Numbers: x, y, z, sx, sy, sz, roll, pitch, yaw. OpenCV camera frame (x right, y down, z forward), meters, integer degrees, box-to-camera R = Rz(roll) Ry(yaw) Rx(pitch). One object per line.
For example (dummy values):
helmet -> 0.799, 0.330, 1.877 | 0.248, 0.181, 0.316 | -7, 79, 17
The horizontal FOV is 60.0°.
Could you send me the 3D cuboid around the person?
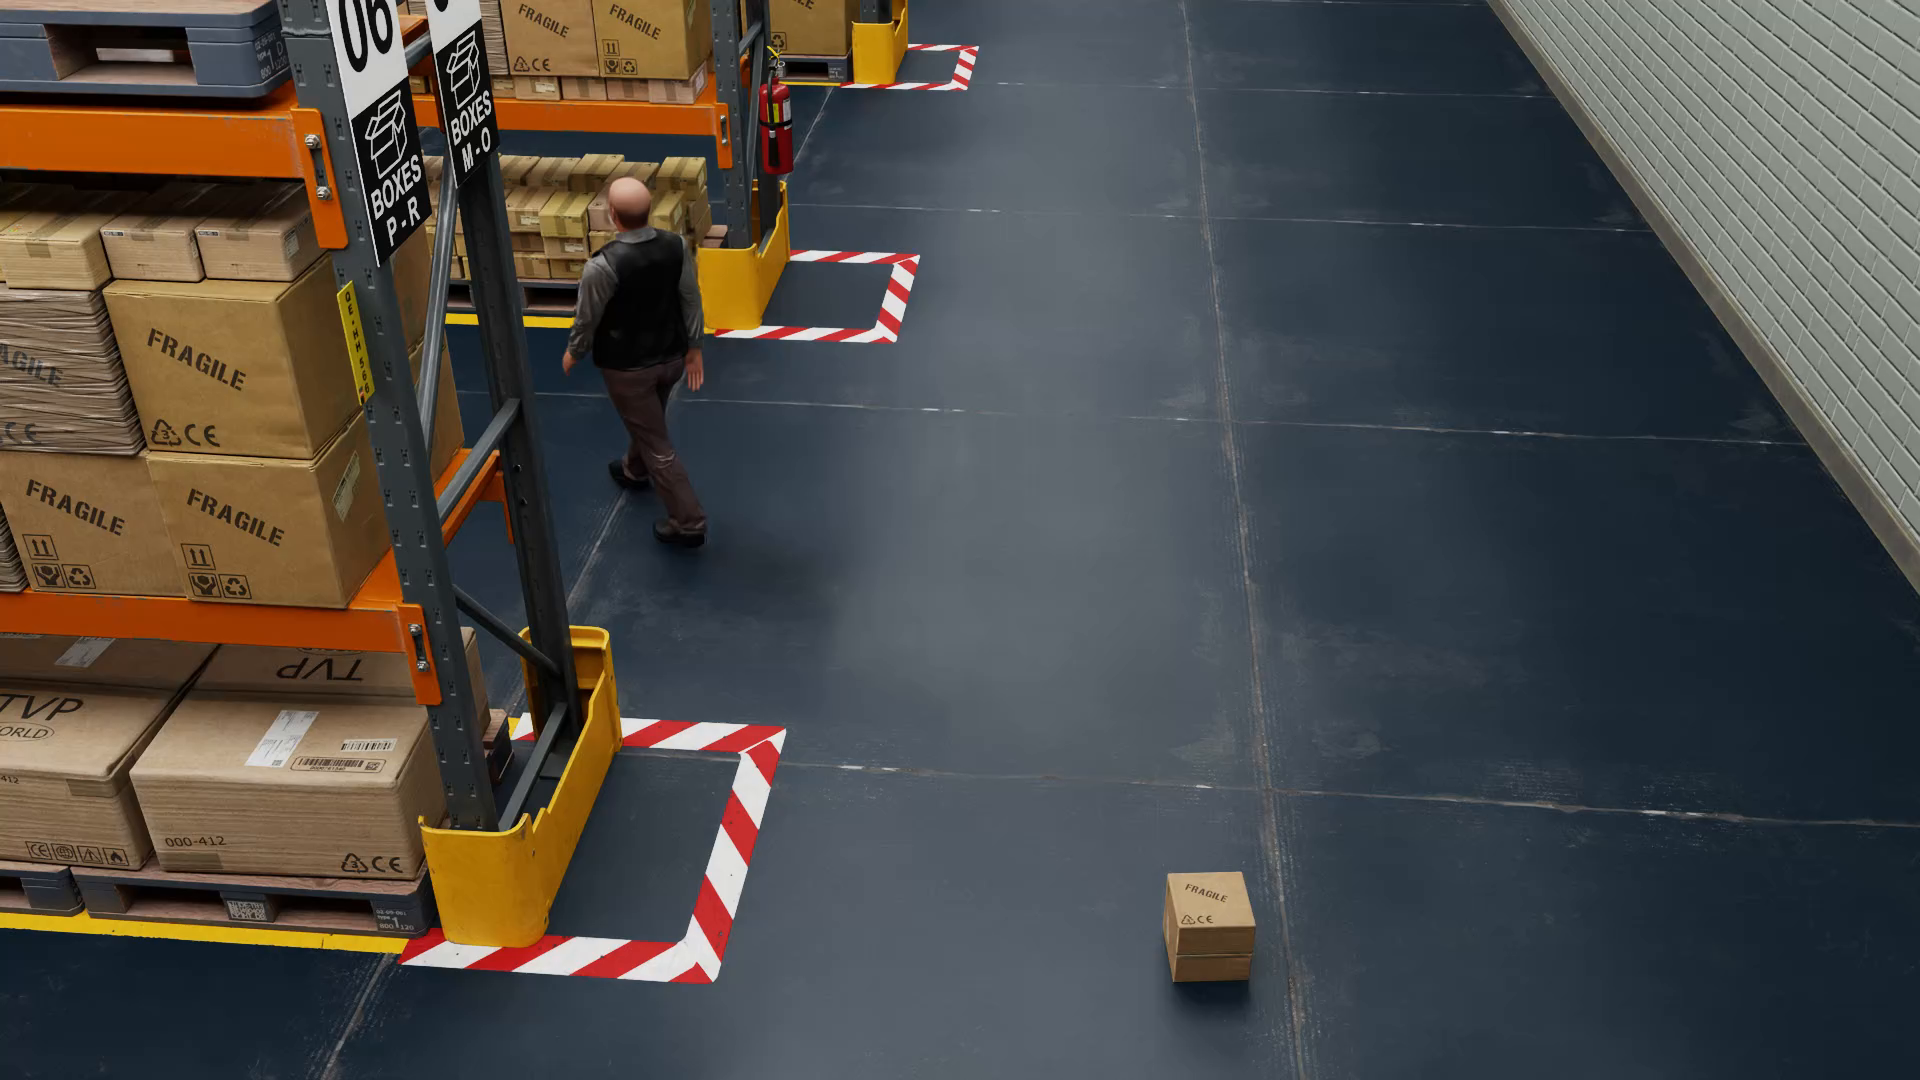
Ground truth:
person -> -1.496, -0.842, 7.484 | 0.938, 1.678, 0.558 | 27, 40, 36
